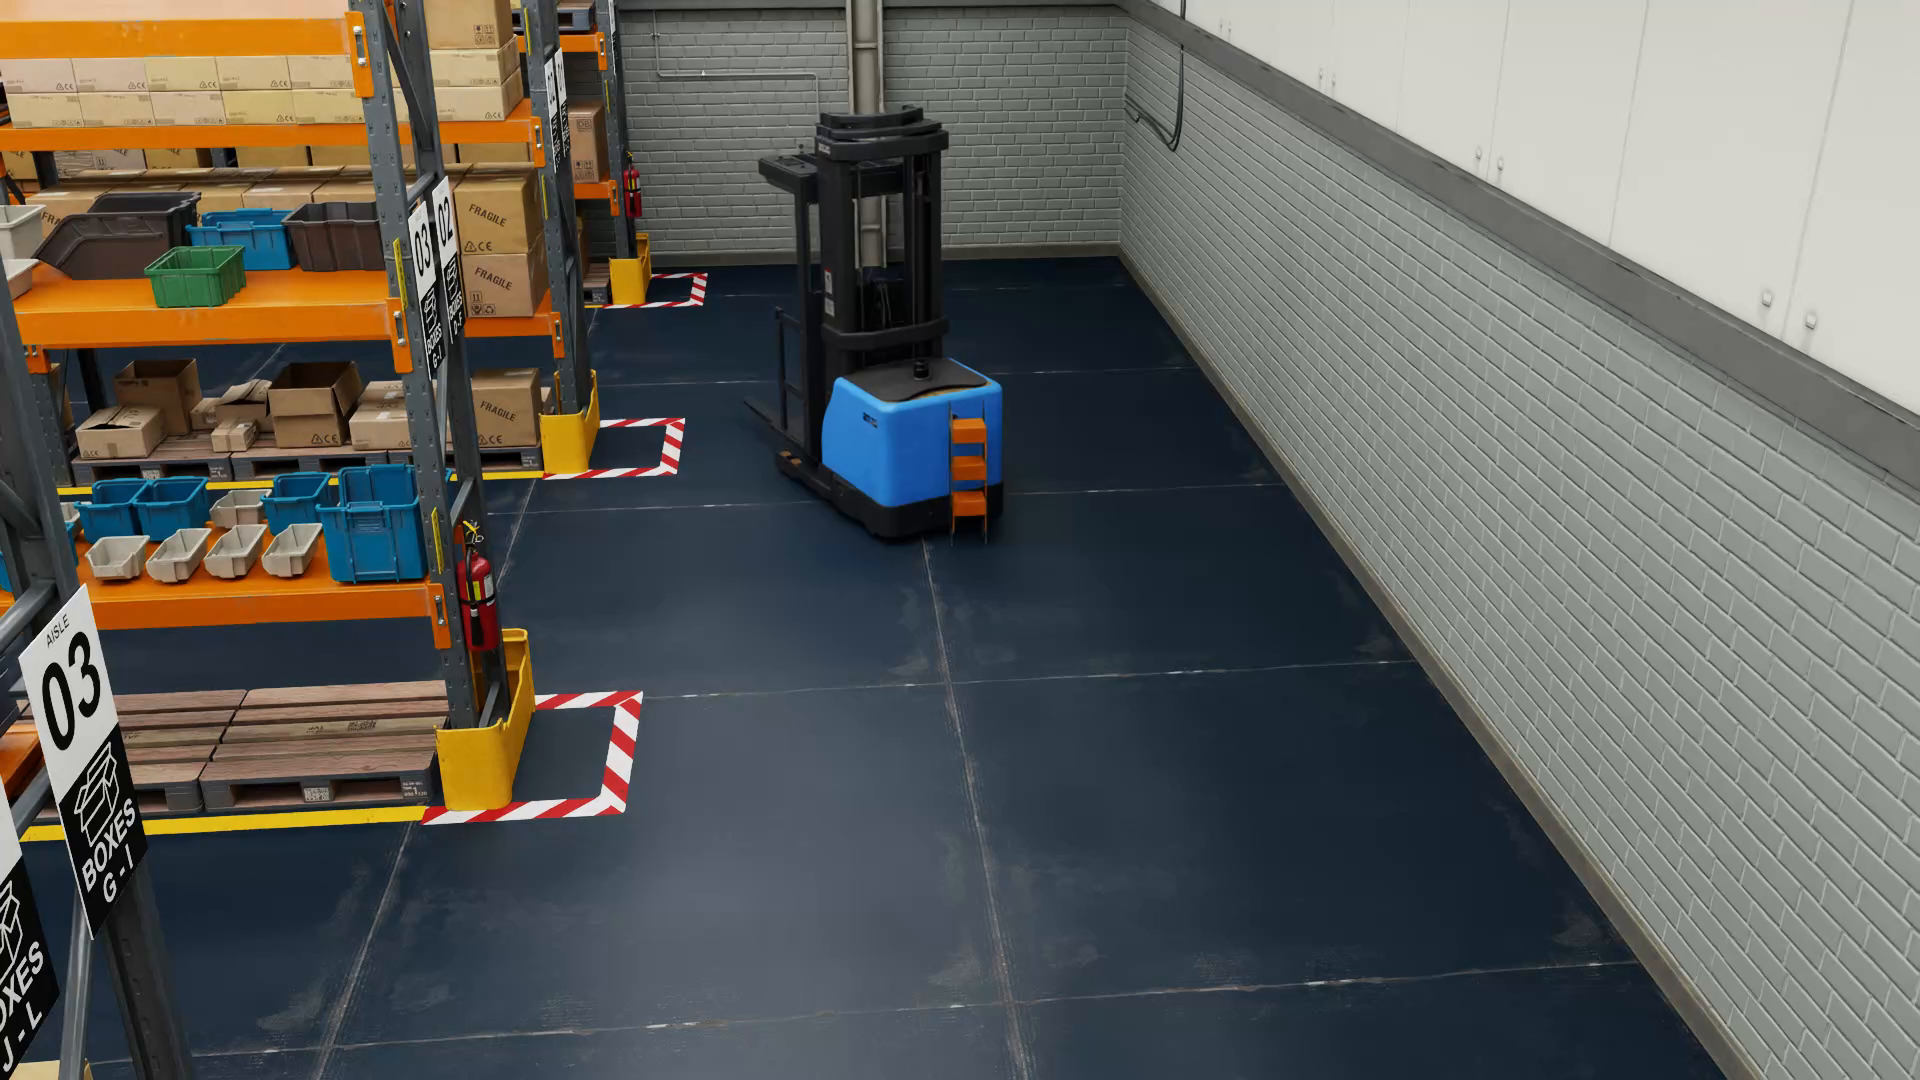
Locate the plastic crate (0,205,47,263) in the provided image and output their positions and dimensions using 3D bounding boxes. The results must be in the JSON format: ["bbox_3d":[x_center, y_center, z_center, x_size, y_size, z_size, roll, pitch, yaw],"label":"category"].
[{"bbox_3d":[-4.926,-1.495,8.373,0.530,0.282,0.437,-2,24,-5],"label":"plastic crate"}]

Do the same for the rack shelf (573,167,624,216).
[{"bbox_3d":[-5.654,-3.738,17.852,4.000,0.370,1.077,-2,24,-5],"label":"rack shelf"}]

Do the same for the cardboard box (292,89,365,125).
[{"bbox_3d":[-4.653,-3.279,12.425,0.500,0.250,0.500,-2,24,-5],"label":"cardboard box"}]

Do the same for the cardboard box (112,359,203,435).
[{"bbox_3d":[-6.614,-1.181,13.750,0.500,0.500,0.500,-2,24,-5],"label":"cardboard box"}]

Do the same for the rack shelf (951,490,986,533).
[{"bbox_3d":[0.059,-0.216,12.153,0.240,0.259,0.215,-3,24,-6],"label":"rack shelf"}]

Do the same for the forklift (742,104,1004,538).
[{"bbox_3d":[-0.850,-1.913,12.944,1.130,2.935,3.031,-13,27,-28],"label":"forklift"}]

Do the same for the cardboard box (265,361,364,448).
[{"bbox_3d":[-5.284,-1.122,13.613,0.637,0.503,0.797,-2,24,-5],"label":"cardboard box"}]

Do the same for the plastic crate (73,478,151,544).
[{"bbox_3d":[-4.577,-0.152,9.030,0.300,0.233,0.416,-2,24,-5],"label":"plastic crate"}]

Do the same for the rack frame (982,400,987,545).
[{"bbox_3d":[0.179,-0.486,12.049,0.008,1.050,0.200,-3,24,-6],"label":"rack frame"}]

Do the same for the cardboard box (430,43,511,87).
[{"bbox_3d":[-3.659,-3.551,12.423,0.500,0.250,0.500,-2,24,-5],"label":"cardboard box"}]

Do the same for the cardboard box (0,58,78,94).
[{"bbox_3d":[-6.645,-3.434,12.160,0.500,0.250,0.500,-2,24,-5],"label":"cardboard box"}]

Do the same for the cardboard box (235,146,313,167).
[{"bbox_3d":[-7.103,-4.139,17.500,0.700,0.700,0.980,-2,24,-4],"label":"cardboard box"}]

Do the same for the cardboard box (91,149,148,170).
[{"bbox_3d":[-8.585,-4.033,17.116,0.500,0.500,0.500,-2,24,-5],"label":"cardboard box"}]

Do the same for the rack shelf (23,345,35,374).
[{"bbox_3d":[-9.144,-1.576,12.989,4.000,0.370,1.077,-2,24,-5],"label":"rack shelf"}]

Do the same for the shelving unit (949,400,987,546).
[{"bbox_3d":[0.058,-0.480,12.036,0.252,1.050,0.215,-3,24,-6],"label":"shelving unit"}]

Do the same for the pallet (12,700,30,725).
[{"bbox_3d":[-5.942,1.247,9.185,1.213,0.211,1.003,-2,24,-5],"label":"pallet"}]

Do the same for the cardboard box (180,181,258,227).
[{"bbox_3d":[-5.632,-2.433,12.678,0.500,0.500,0.500,-3,24,-7],"label":"cardboard box"}]

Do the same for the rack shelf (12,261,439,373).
[{"bbox_3d":[-4.680,-1.104,8.234,4.000,0.370,1.077,-2,24,-5],"label":"rack shelf"}]

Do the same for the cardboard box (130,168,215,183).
[{"bbox_3d":[-6.166,-2.634,13.128,0.500,0.500,0.500,-3,24,-6],"label":"cardboard box"}]

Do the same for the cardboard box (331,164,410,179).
[{"bbox_3d":[-4.658,-2.694,13.264,0.500,0.500,0.500,-2,24,-4],"label":"cardboard box"}]

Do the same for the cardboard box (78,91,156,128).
[{"bbox_3d":[-6.147,-3.225,12.303,0.500,0.250,0.500,-2,24,-5],"label":"cardboard box"}]

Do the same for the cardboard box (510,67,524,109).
[{"bbox_3d":[-3.709,-3.529,12.988,0.500,0.250,0.500,-2,24,-5],"label":"cardboard box"}]

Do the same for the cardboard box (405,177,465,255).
[{"bbox_3d":[-4.091,-2.498,12.822,0.500,0.500,0.500,-2,24,-4],"label":"cardboard box"}]

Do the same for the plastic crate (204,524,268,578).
[{"bbox_3d":[-3.773,0.062,8.667,0.243,0.136,0.396,-2,24,-5],"label":"plastic crate"}]

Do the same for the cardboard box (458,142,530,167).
[{"bbox_3d":[-4.893,-4.226,17.695,0.700,0.700,0.980,-2,24,-6],"label":"cardboard box"}]

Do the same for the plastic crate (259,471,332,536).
[{"bbox_3d":[-3.623,-0.190,9.117,0.300,0.233,0.416,-2,24,-5],"label":"plastic crate"}]

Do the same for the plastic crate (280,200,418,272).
[{"bbox_3d":[-3.100,-1.550,8.513,0.590,0.269,0.497,-2,24,-5],"label":"plastic crate"}]

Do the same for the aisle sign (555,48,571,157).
[{"bbox_3d":[-3.134,-3.454,13.127,0.004,0.787,0.394,-2,24,-5],"label":"aisle sign"}]

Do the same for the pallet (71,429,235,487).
[{"bbox_3d":[-6.470,-0.737,13.649,1.213,0.211,1.003,-2,24,-5],"label":"pallet"}]

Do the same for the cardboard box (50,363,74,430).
[{"bbox_3d":[-7.659,-1.123,13.619,0.500,0.500,0.500,-3,24,-8],"label":"cardboard box"}]

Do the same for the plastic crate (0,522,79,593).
[{"bbox_3d":[-4.708,0.093,8.481,0.300,0.233,0.416,-2,24,-5],"label":"plastic crate"}]

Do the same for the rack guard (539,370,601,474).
[{"bbox_3d":[-3.248,-0.999,13.882,0.348,0.500,1.175,-2,24,-5],"label":"rack guard"}]

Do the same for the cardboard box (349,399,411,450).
[{"bbox_3d":[-4.638,-0.942,13.520,0.500,0.250,0.500,-2,24,-5],"label":"cardboard box"}]

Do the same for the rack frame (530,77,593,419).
[{"bbox_3d":[-3.173,-2.144,13.381,0.127,3.000,1.000,-2,24,-5],"label":"rack frame"}]

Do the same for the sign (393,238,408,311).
[{"bbox_3d":[-2.619,-1.243,7.790,0.005,0.325,0.100,-2,24,-5],"label":"sign"}]

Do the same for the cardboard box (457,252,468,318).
[{"bbox_3d":[-4.108,-2.040,13.024,0.500,0.500,0.500,-2,24,-5],"label":"cardboard box"}]

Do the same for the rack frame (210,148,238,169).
[{"bbox_3d":[-7.644,-3.987,17.527,0.127,3.000,1.000,-2,24,-5],"label":"rack frame"}]

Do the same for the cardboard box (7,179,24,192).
[{"bbox_3d":[-9.749,-3.707,17.181,0.250,0.149,0.380,-2,24,-5],"label":"cardboard box"}]

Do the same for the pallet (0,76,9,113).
[{"bbox_3d":[-7.809,-3.272,12.456,1.003,0.211,1.213,-2,24,-5],"label":"pallet"}]

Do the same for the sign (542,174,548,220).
[{"bbox_3d":[-3.138,-2.593,12.576,0.005,0.325,0.100,-2,24,-5],"label":"sign"}]

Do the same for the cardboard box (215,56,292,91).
[{"bbox_3d":[-5.151,-3.490,12.286,0.500,0.250,0.500,-2,24,-5],"label":"cardboard box"}]

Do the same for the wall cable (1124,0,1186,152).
[{"bbox_3d":[2.000,-5.550,17.481,0.112,2.526,3.097,-2,24,-5],"label":"wall cable"}]

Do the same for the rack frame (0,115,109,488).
[{"bbox_3d":[-7.153,-1.985,13.022,0.127,3.000,1.000,-2,24,-5],"label":"rack frame"}]

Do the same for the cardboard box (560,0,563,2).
[{"bbox_3d":[-4.414,-5.756,17.359,0.500,0.250,0.500,-1,24,-2],"label":"cardboard box"}]

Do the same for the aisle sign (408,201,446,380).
[{"bbox_3d":[-2.589,-1.214,8.089,0.004,0.787,0.394,-2,24,-5],"label":"aisle sign"}]

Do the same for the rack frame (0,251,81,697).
[{"bbox_3d":[-2.203,-0.882,3.154,0.127,3.000,1.000,-2,24,-5],"label":"rack frame"}]

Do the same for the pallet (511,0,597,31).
[{"bbox_3d":[-4.401,-5.443,17.218,1.213,0.211,1.003,-2,24,-5],"label":"pallet"}]

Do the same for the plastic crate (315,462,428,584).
[{"bbox_3d":[-3.005,-0.097,8.657,0.499,0.435,0.616,-2,24,-5],"label":"plastic crate"}]

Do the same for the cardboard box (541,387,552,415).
[{"bbox_3d":[-3.623,-1.165,14.146,0.250,0.149,0.380,-2,24,-5],"label":"cardboard box"}]
